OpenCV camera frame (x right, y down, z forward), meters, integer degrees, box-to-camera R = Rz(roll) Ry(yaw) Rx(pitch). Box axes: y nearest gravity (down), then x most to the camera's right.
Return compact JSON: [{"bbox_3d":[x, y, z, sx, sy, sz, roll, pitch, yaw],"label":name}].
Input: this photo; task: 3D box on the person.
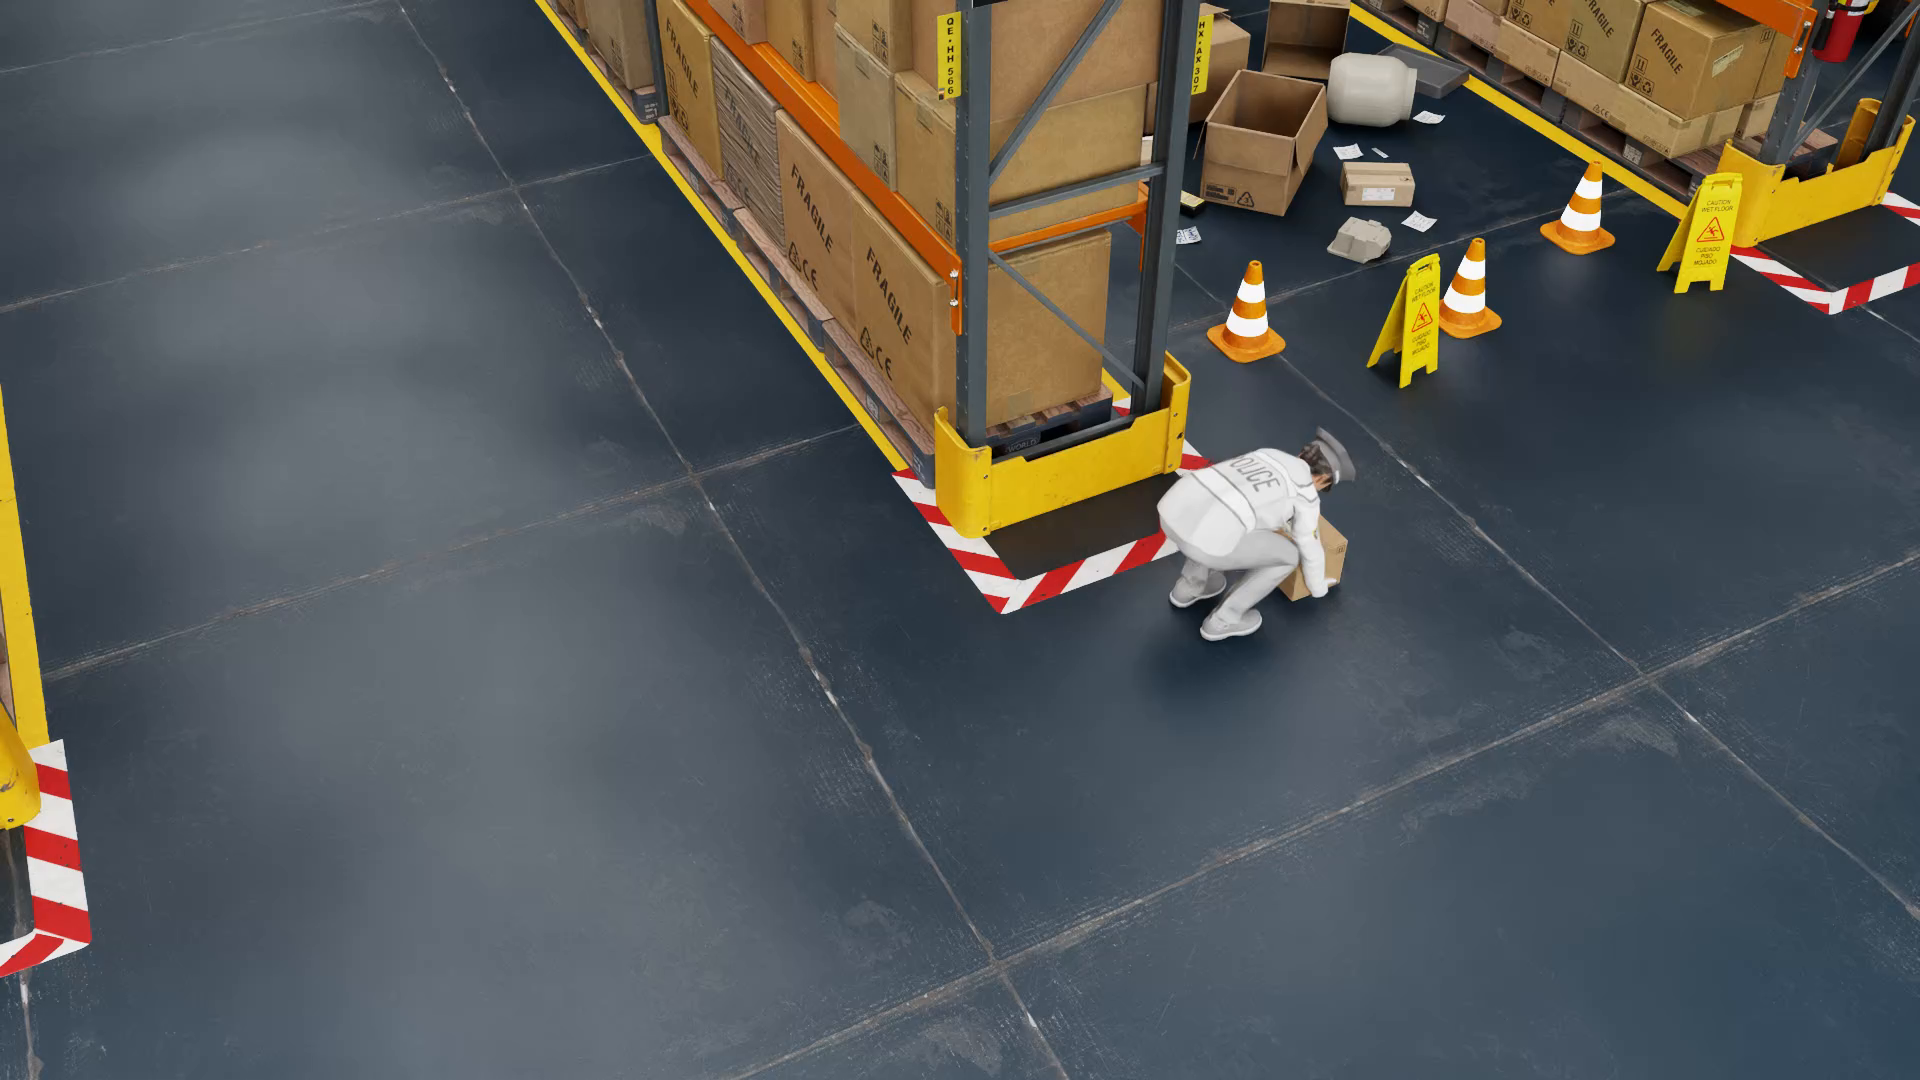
[{"bbox_3d":[1.223,-0.026,6.884,0.912,0.773,0.461,-20,45,-21],"label":"person"}]
